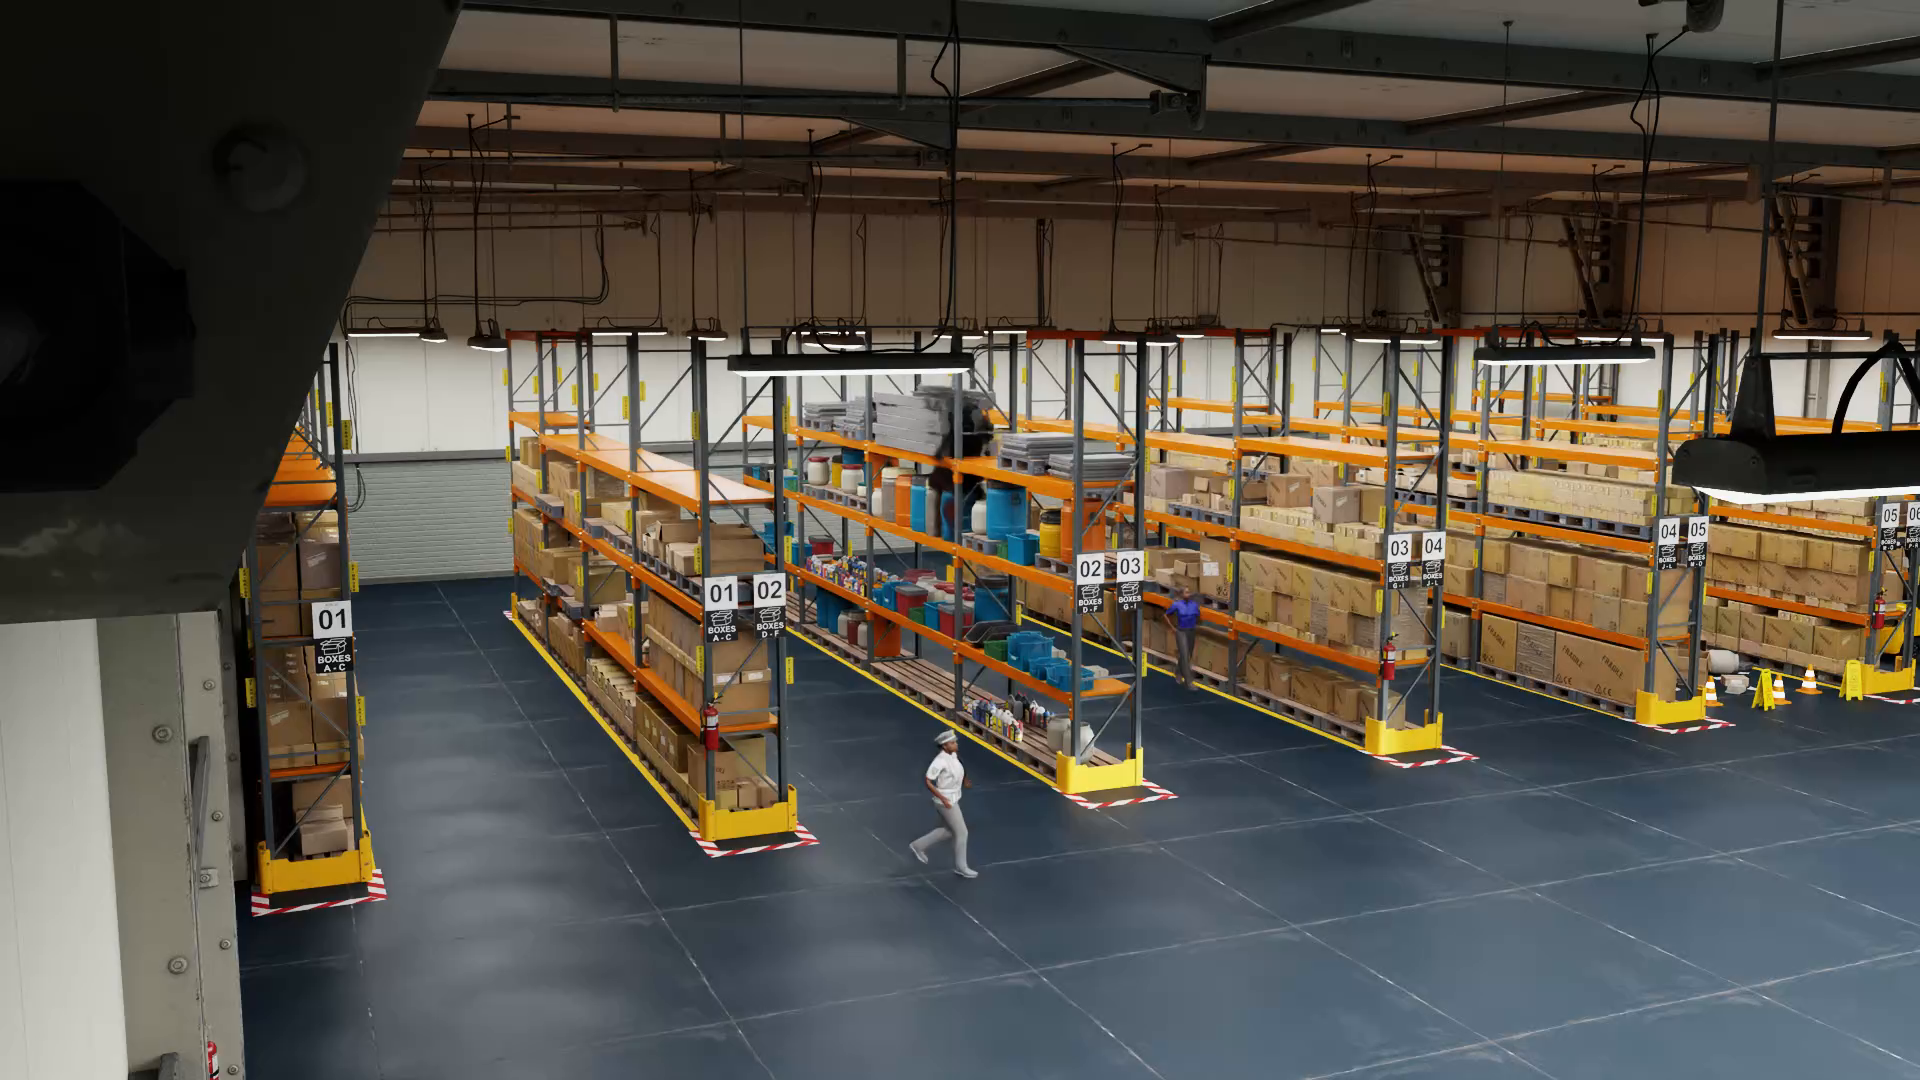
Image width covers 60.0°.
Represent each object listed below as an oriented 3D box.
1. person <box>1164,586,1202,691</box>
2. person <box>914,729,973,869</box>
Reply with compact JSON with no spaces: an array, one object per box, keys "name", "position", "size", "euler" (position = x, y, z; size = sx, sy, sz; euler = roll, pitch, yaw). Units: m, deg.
[{"name":"person","position":[3.648,1.575,26.895],"size":[0.583,1.682,0.860],"euler":[-3,8,-24]},{"name":"person","position":[-0.198,2.910,18.816],"size":[0.674,1.610,0.573],"euler":[2,8,14]}]
